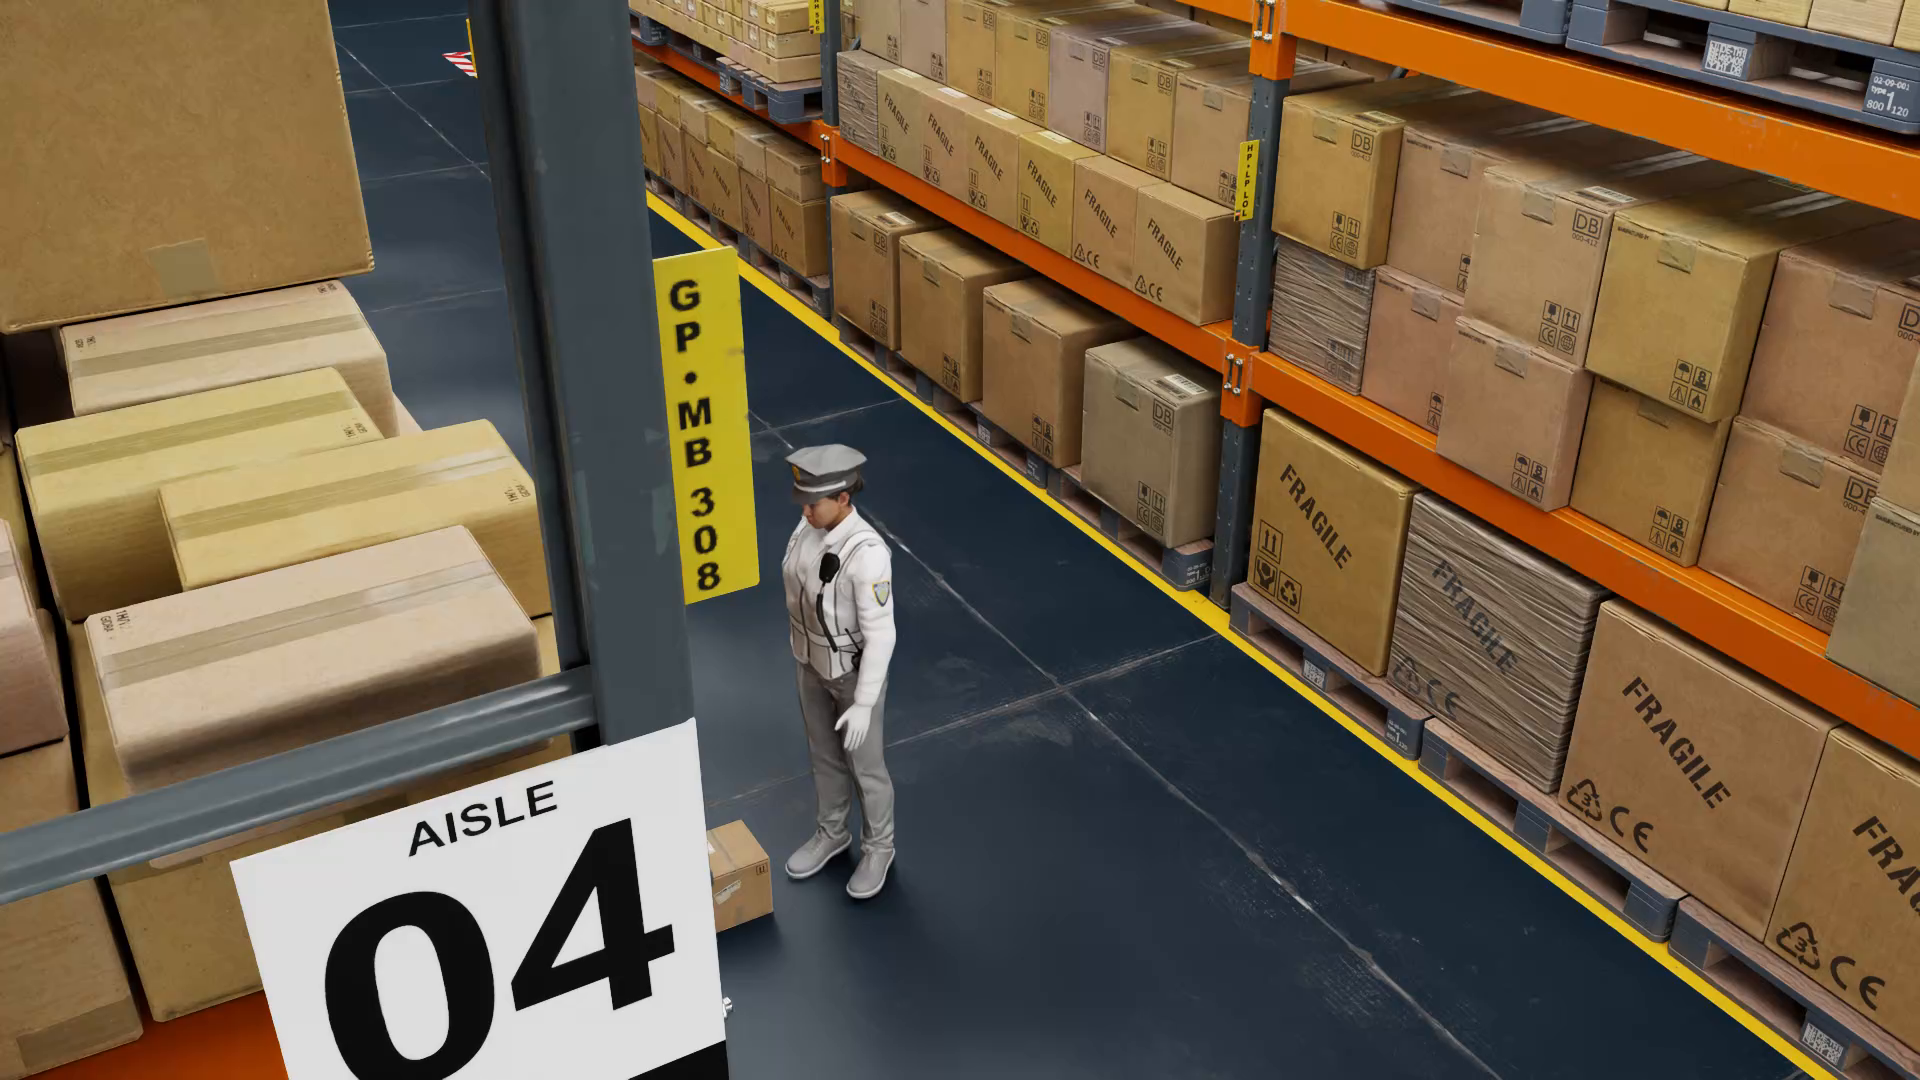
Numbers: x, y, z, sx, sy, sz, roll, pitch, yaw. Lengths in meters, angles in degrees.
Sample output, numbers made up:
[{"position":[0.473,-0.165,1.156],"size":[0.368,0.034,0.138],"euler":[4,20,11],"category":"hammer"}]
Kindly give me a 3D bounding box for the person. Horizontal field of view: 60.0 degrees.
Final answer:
[{"position":[-0.417,0.478,5.734],"size":[0.384,1.690,0.570],"euler":[-23,37,-35],"category":"person"}]
